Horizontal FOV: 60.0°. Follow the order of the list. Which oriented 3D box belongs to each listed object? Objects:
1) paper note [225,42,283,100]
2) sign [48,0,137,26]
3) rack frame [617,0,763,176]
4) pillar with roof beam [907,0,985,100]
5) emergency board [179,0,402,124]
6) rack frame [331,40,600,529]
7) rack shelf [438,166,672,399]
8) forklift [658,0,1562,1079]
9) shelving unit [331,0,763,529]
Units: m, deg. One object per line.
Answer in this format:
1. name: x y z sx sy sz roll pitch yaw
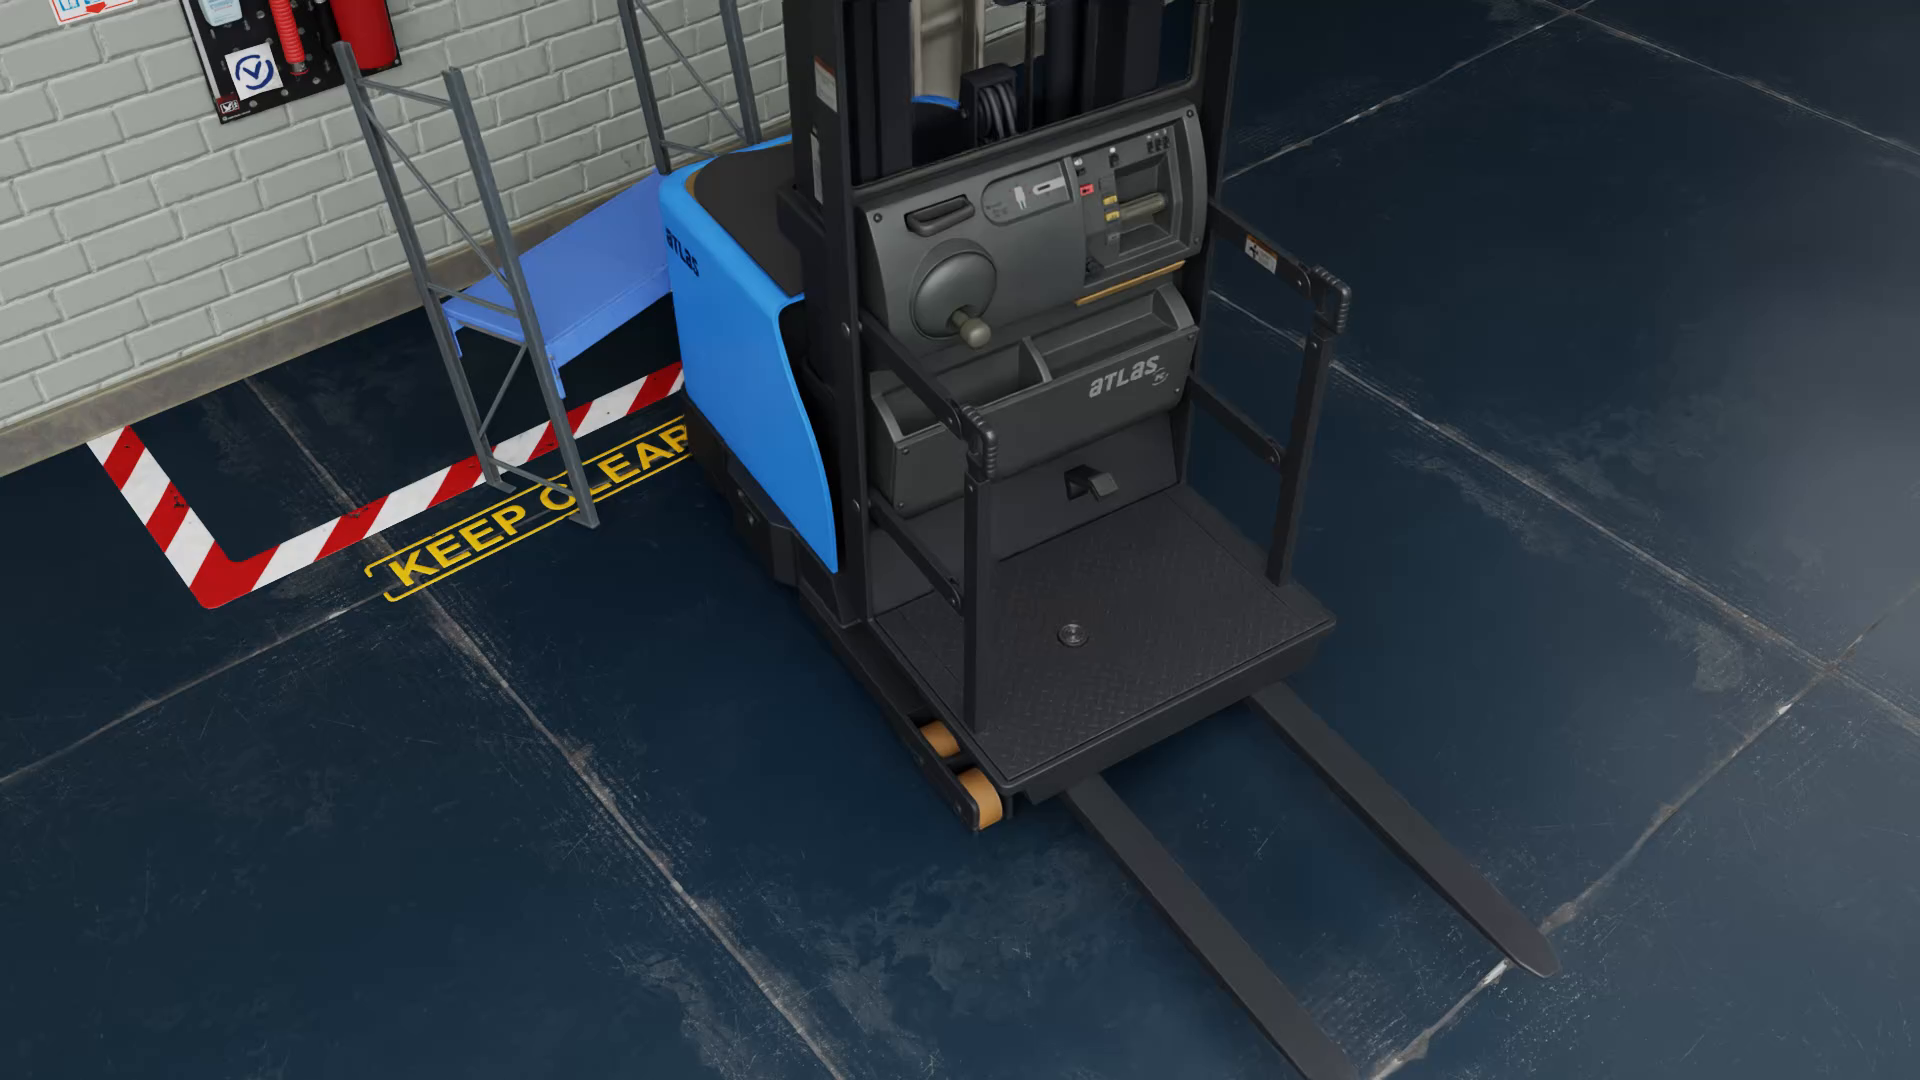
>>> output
1. paper note: -2.245 -1.491 5.290 0.142 0.148 0.016 -30 51 -28
2. sign: -2.555 -1.678 4.820 0.234 0.329 0.001 -30 51 -28
3. rack frame: -0.828 -1.265 5.463 0.500 1.500 0.032 20 46 30
4. pillar with roof beam: 2.618 -2.846 1.707 0.400 9.000 9.100 -30 51 -28
5. emergency board: -2.065 -1.854 5.033 0.643 1.169 0.194 -30 51 -28
6. rack frame: -1.416 -0.697 4.859 0.500 1.500 0.032 20 46 30
7. rack shelf: -1.103 -0.841 5.274 0.538 0.185 1.000 20 46 30
8. forklift: 0.316 -0.668 3.821 1.130 2.935 3.031 -23 48 -23
9. shelving unit: -1.122 -0.981 5.161 0.538 1.500 1.048 20 46 30
